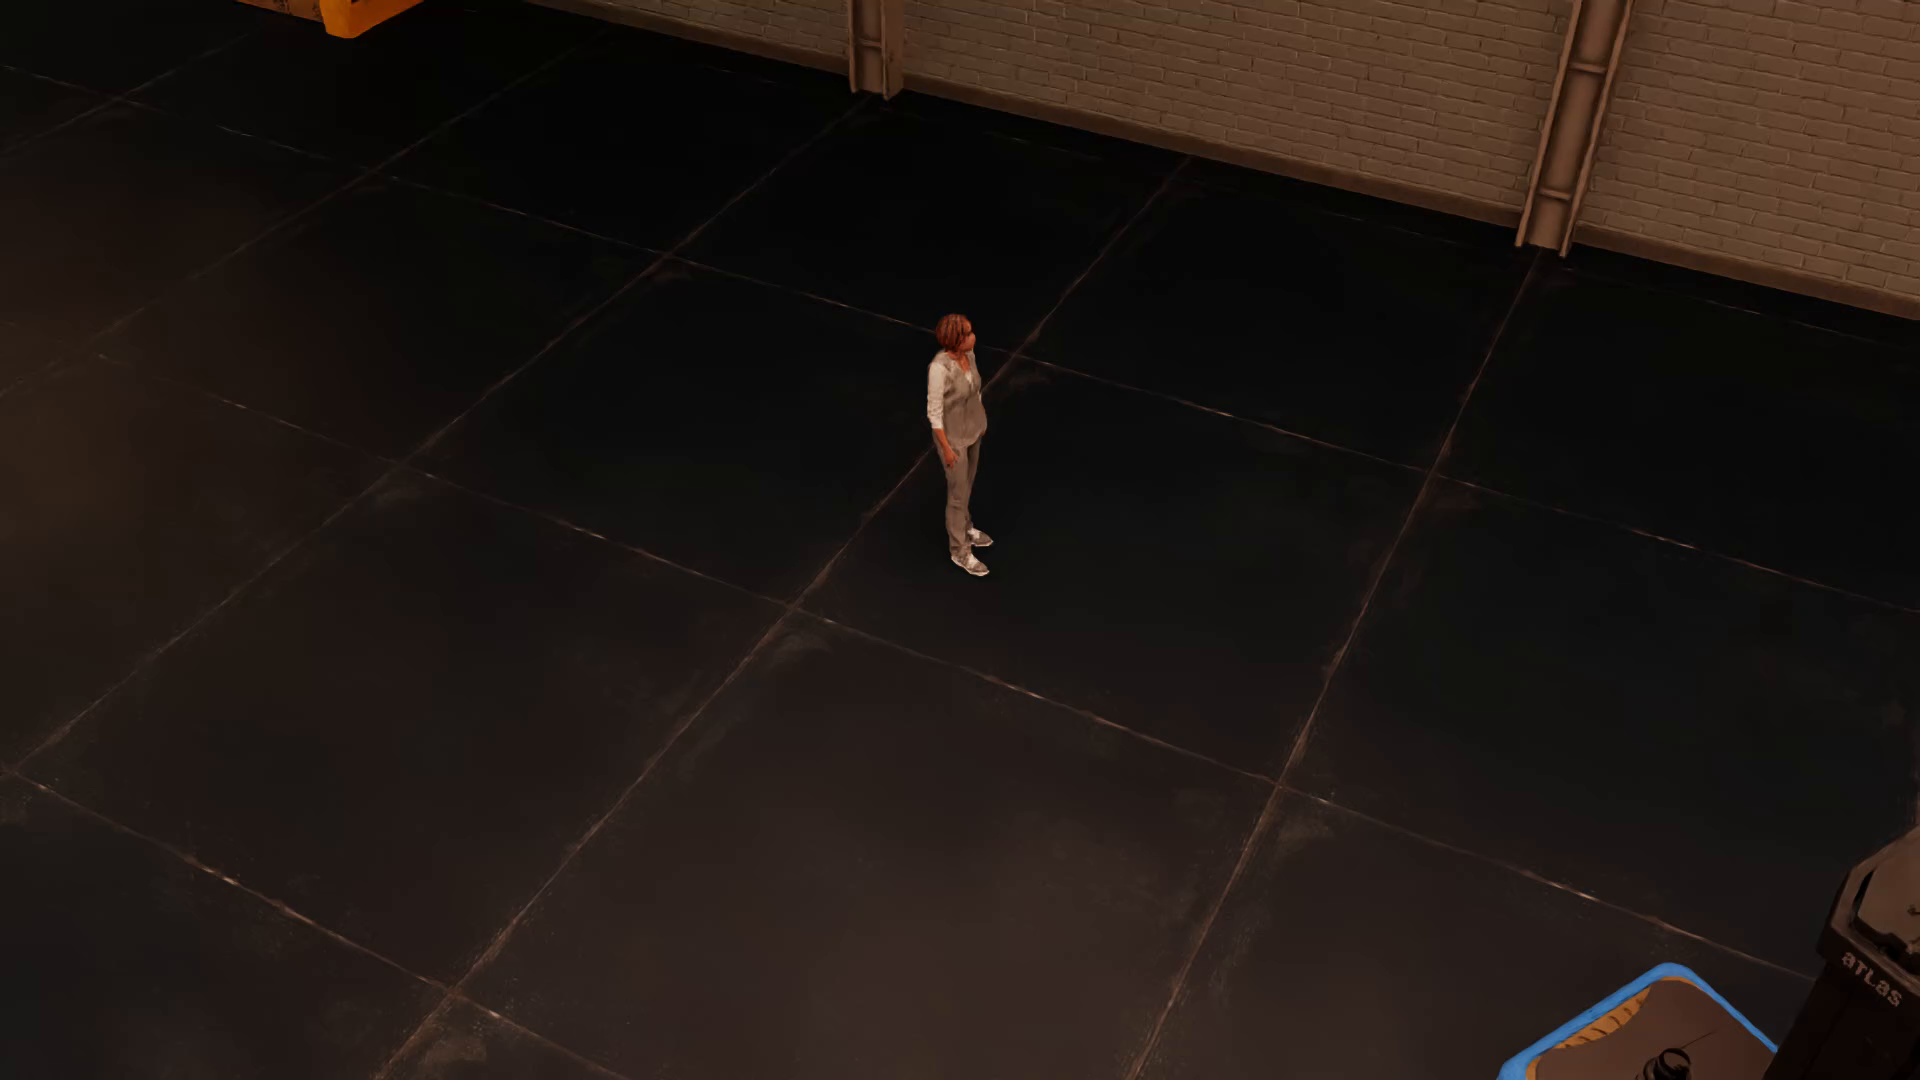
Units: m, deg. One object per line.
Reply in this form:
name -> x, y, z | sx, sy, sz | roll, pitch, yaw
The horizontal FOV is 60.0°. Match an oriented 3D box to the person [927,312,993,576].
person -> 0.059, -0.586, 9.707 | 0.474, 1.597, 0.521 | 18, 43, 21

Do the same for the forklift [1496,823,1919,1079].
forklift -> 3.209, 2.334, 5.215 | 1.130, 2.935, 3.031 | -21, 45, -23
